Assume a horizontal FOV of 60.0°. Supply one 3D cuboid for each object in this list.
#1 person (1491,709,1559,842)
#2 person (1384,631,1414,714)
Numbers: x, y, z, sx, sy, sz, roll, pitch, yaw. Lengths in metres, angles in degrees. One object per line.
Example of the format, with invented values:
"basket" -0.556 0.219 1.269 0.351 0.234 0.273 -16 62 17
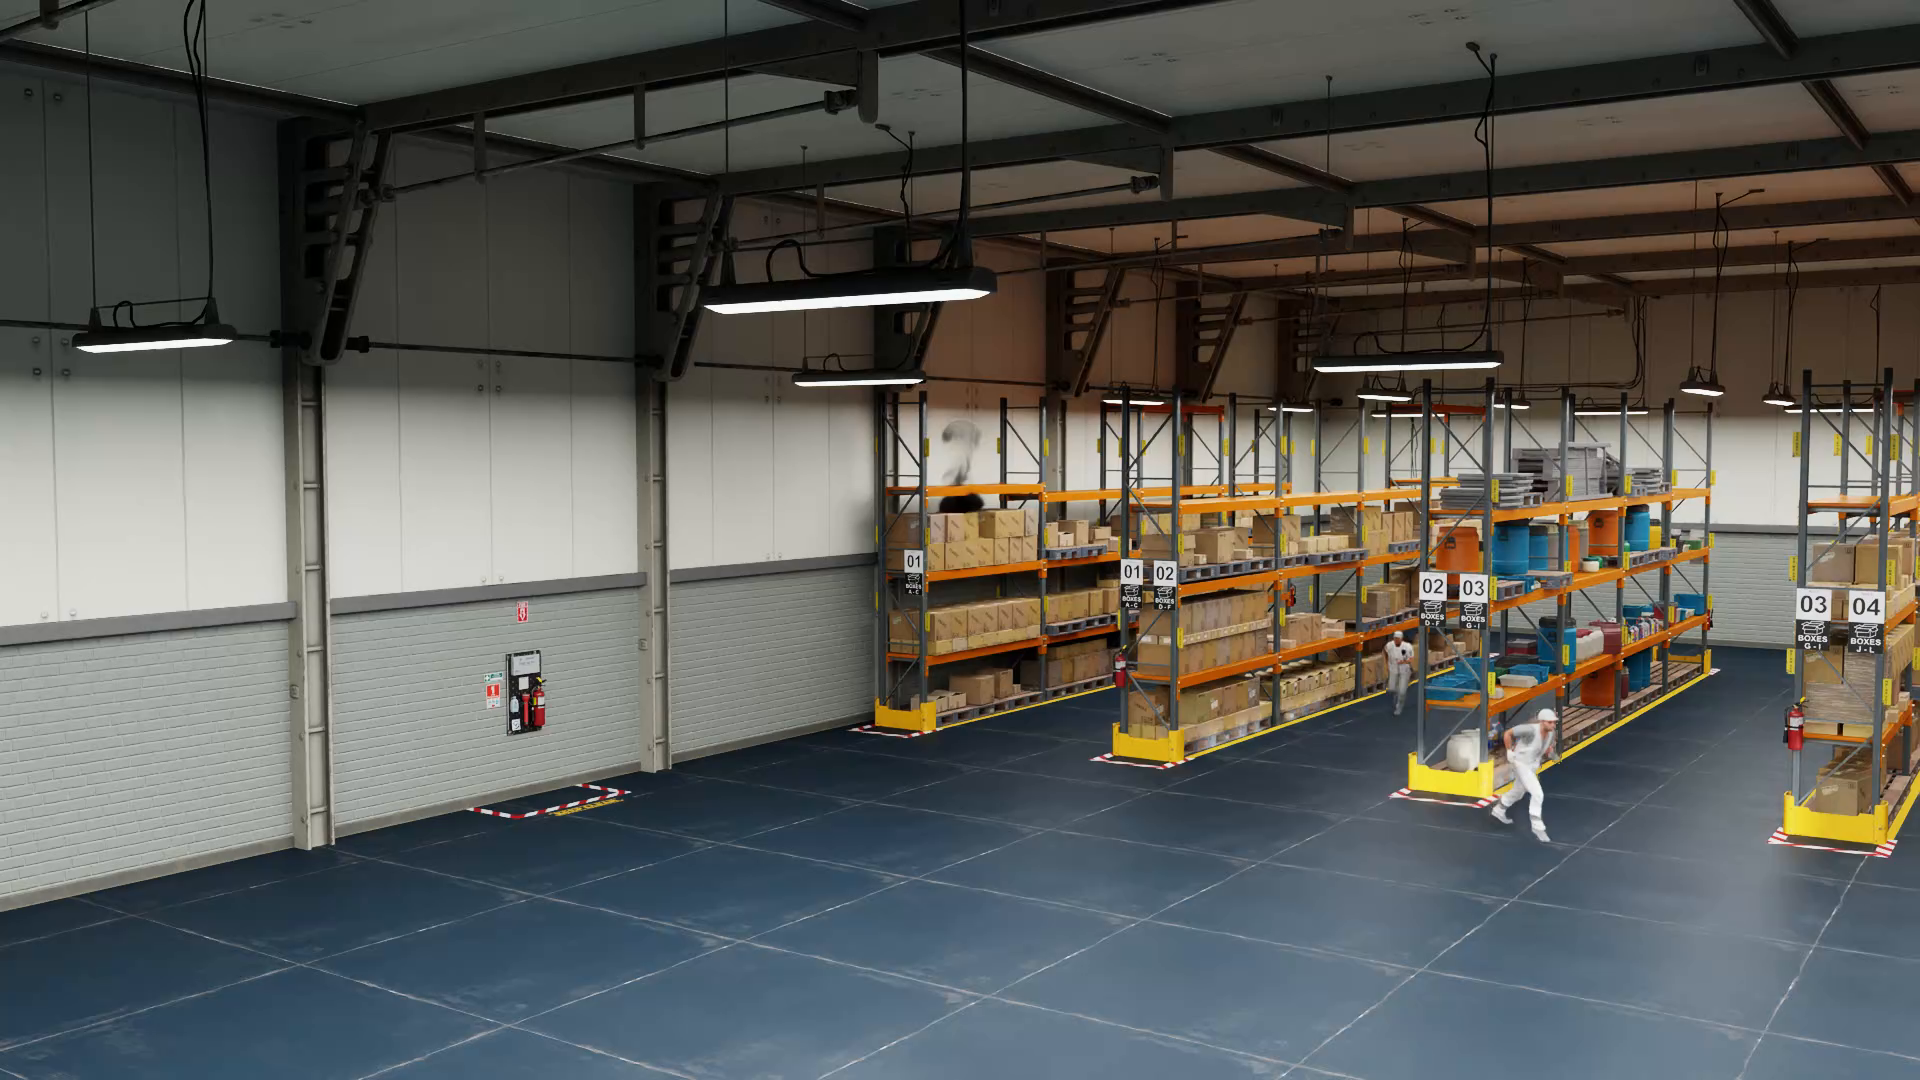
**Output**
"person" 7.268 2.991 21.472 0.707 1.731 1.052 -2 4 -29
"person" 8.216 2.490 31.188 0.592 1.593 0.666 1 3 23
